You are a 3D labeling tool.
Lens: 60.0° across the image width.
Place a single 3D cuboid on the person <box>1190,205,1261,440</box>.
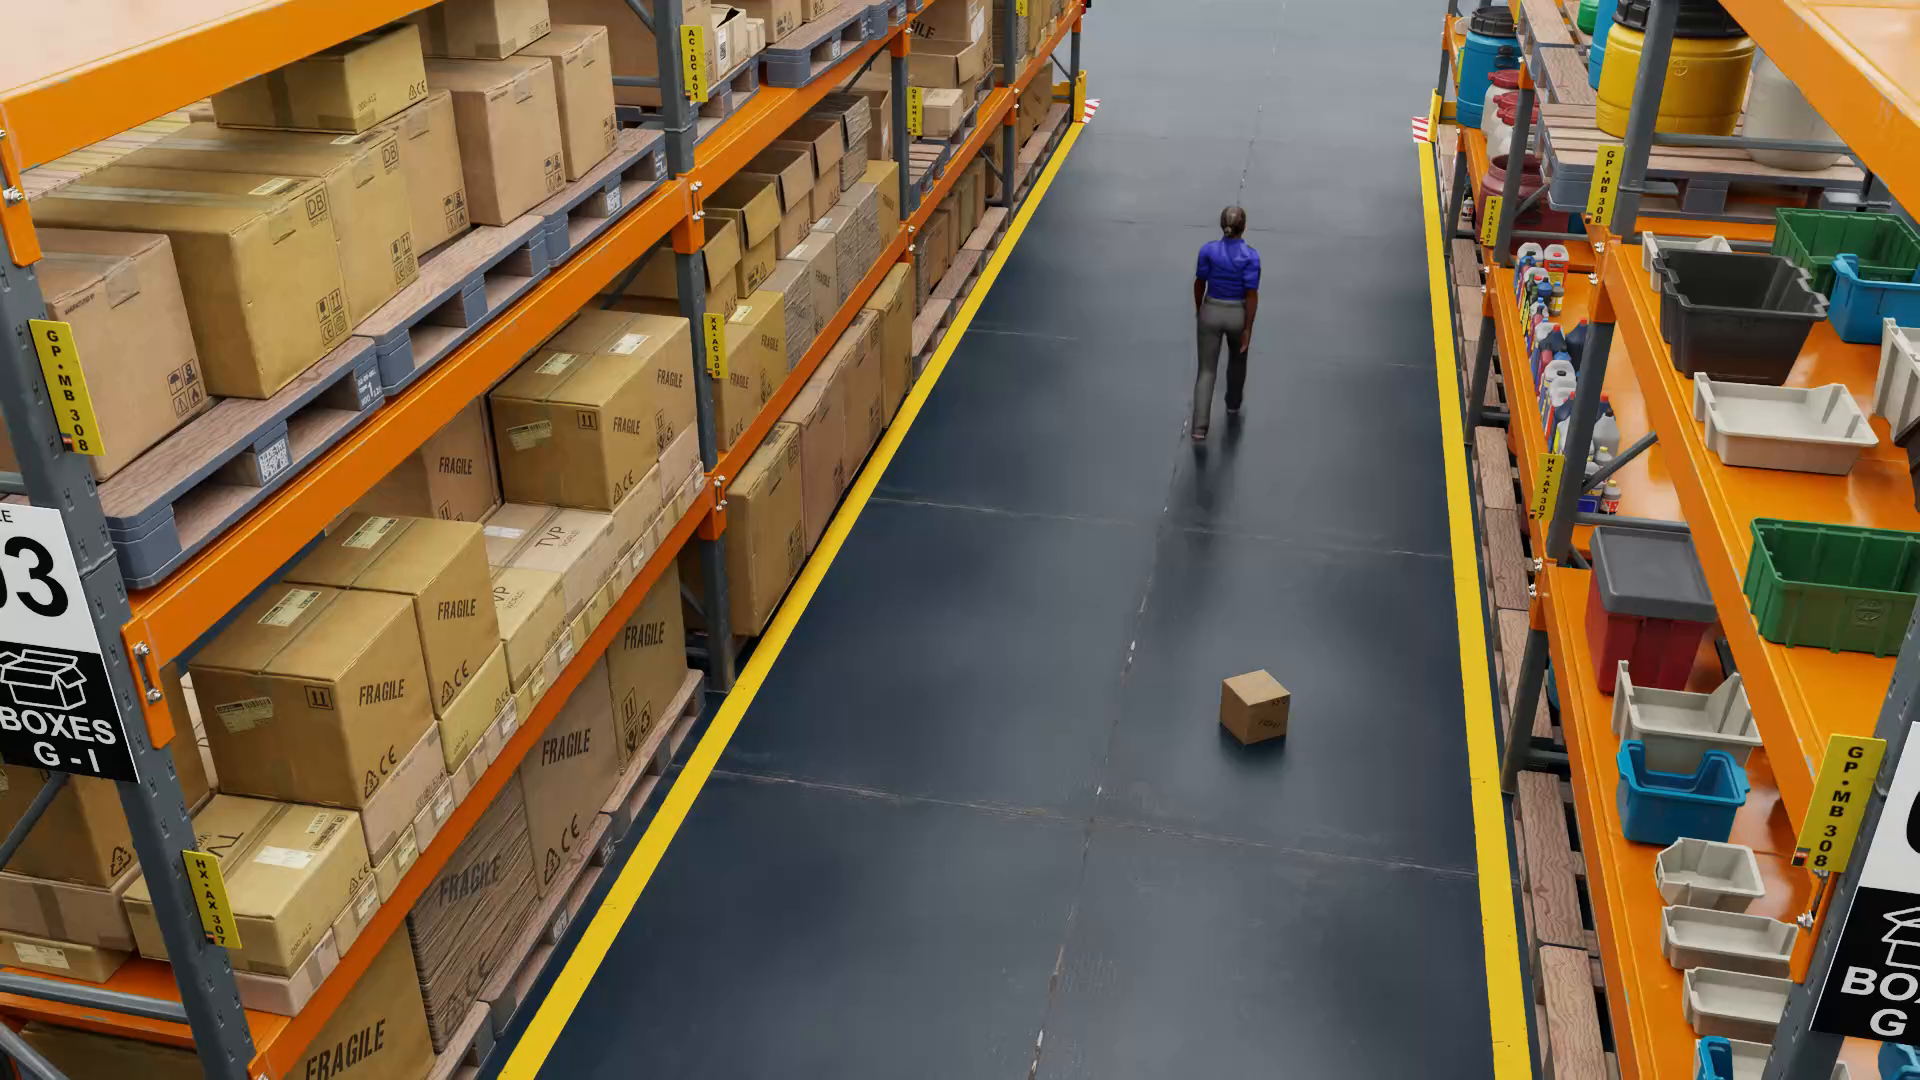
[{"bbox_3d":[1.803,-1.519,11.354,0.447,1.604,0.989,7,30,12],"label":"person"}]
